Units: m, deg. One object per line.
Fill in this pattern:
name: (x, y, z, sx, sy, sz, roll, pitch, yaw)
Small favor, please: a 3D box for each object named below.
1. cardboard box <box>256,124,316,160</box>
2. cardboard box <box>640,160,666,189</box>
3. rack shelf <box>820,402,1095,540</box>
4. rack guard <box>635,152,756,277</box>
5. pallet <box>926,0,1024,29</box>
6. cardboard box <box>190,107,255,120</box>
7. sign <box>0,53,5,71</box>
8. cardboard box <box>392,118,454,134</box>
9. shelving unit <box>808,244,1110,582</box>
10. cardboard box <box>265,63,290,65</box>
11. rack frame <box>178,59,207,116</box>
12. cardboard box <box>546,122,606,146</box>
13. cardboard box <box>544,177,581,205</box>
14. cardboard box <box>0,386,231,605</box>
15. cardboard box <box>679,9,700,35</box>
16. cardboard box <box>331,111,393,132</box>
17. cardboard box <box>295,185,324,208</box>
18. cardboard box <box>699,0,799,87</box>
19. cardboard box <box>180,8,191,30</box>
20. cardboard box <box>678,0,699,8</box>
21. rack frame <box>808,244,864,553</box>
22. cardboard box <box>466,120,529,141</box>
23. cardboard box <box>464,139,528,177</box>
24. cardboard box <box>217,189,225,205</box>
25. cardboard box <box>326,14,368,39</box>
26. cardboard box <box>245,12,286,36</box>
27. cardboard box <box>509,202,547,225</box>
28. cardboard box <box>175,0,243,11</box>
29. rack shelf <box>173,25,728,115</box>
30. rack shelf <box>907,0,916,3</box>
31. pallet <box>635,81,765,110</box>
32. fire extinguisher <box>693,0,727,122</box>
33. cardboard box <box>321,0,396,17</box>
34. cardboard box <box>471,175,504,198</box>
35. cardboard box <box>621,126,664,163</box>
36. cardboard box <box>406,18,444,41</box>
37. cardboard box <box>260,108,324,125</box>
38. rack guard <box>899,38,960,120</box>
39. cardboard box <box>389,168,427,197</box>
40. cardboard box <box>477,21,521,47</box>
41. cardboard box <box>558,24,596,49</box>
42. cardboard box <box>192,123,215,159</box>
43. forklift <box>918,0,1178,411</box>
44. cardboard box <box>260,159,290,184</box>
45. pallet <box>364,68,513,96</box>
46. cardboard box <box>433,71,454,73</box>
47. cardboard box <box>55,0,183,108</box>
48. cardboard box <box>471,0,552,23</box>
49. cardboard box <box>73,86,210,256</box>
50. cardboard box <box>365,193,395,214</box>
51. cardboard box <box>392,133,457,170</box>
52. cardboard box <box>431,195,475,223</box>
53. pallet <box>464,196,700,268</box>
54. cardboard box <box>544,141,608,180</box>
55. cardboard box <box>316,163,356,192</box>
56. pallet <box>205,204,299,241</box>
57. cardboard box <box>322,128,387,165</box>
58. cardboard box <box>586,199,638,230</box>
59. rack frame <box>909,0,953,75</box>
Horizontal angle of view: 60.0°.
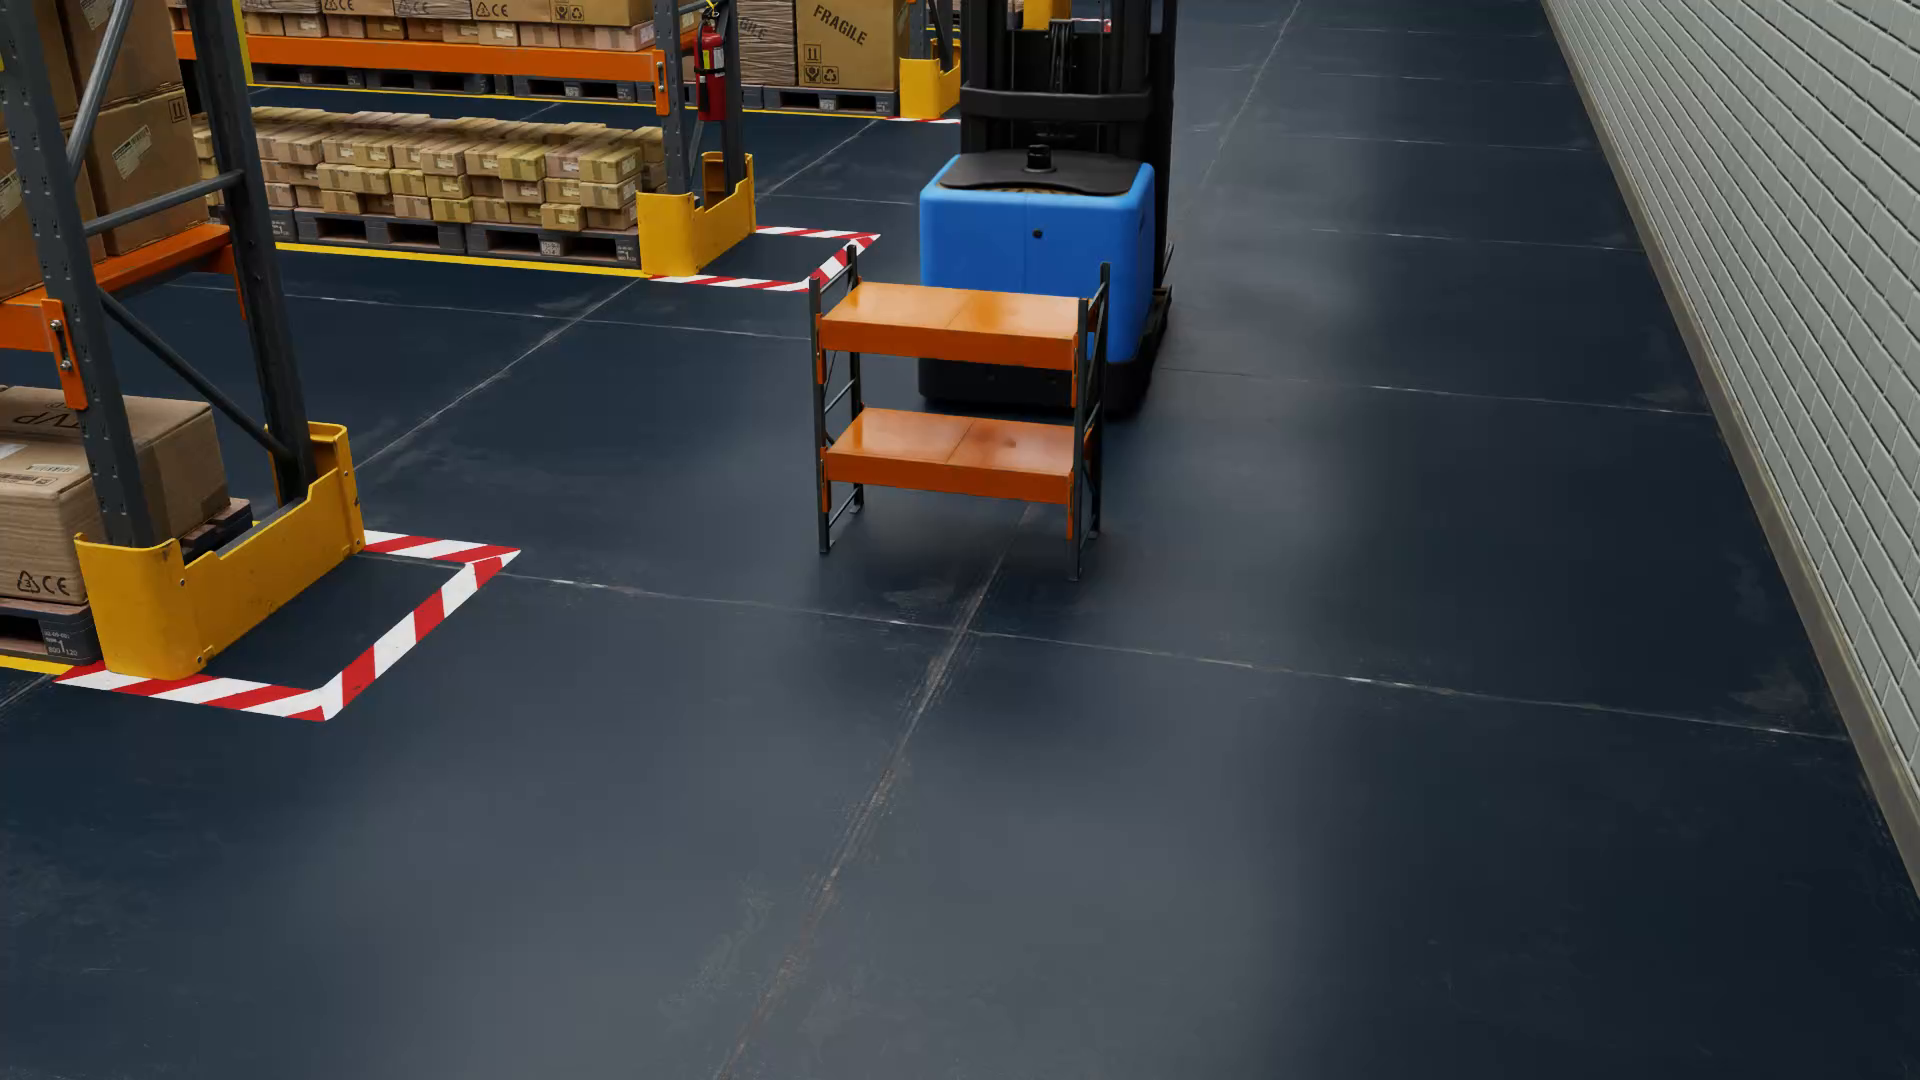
cardboard box: (-4.404, -2.595, 10.847, 0.250, 0.149, 0.380, 6, 26, 12)
cardboard box: (-2.023, -2.398, 10.778, 0.250, 0.149, 0.380, 7, 26, 15)
rack shelf: (0.007, -0.286, 6.612, 1.000, 0.278, 0.538, 6, 26, 13)
rack guard: (-1.653, -2.077, 10.532, 0.348, 0.500, 1.175, 6, 26, 13)
pallet: (0.198, -6.159, 19.442, 1.213, 0.211, 1.003, 6, 26, 13)
cardboard box: (-5.044, -2.867, 11.419, 0.250, 0.149, 0.380, 7, 26, 14)
sign: (-2.863, -1.532, 4.855, 0.005, 0.325, 0.100, 6, 26, 13)
cardboard box: (-3.550, -2.686, 11.039, 0.250, 0.149, 0.380, 6, 26, 13)
shelving unit: (0.007, -0.507, 6.507, 1.048, 1.125, 0.538, 6, 26, 13)
cardboard box: (-6.470, -5.158, 16.077, 0.875, 0.875, 1.225, 6, 26, 13)
rack frame: (-5.454, -3.626, 10.877, 0.127, 3.000, 1.000, 6, 26, 13)
cardboard box: (-2.512, -2.626, 10.913, 0.250, 0.149, 0.380, 6, 26, 13)
cardboard box: (-2.402, -2.223, 10.411, 0.250, 0.149, 0.380, 6, 26, 12)
cardboard box: (-3.379, -0.188, 6.148, 0.875, 0.438, 0.875, 5, 26, 11)
cardboard box: (-1.812, -3.256, 10.391, 0.250, 0.149, 0.380, 6, 26, 13)
cardboard box: (-4.027, -2.782, 11.240, 0.250, 0.149, 0.380, 5, 26, 10)
cardboard box: (-4.142, -2.302, 10.923, 0.250, 0.149, 0.380, 5, 26, 11)
cardboard box: (-1.768, -4.615, 14.937, 0.875, 0.875, 0.875, 6, 26, 13)
cardboard box: (-4.721, -3.343, 10.574, 0.250, 0.149, 0.380, 5, 26, 11)
cardboard box: (-1.946, -3.540, 10.235, 0.500, 0.500, 0.500, 8, 26, 15)
rack frame: (-0.486, -0.562, 6.621, 0.032, 1.125, 0.500, 6, 26, 13)
cardboard box: (-3.039, -2.652, 10.967, 0.250, 0.149, 0.380, 7, 26, 15)
cardboard box: (-2.902, -2.400, 10.437, 0.250, 0.149, 0.380, 5, 26, 11)
cardboard box: (-4.670, -2.322, 10.966, 0.250, 0.149, 0.380, 6, 26, 13)
cardboard box: (-3.702, -3.216, 10.308, 0.250, 0.149, 0.380, 7, 26, 15)
cardboard box: (-4.231, -3.257, 10.394, 0.250, 0.149, 0.380, 7, 26, 14)
cardboard box: (-2.650, -2.119, 10.540, 0.250, 0.149, 0.380, 6, 26, 13)
cardboard box: (-4.556, -3.598, 10.355, 0.500, 0.500, 0.500, 6, 26, 13)
rack shelf: (-3.517, -3.087, 10.582, 4.000, 0.370, 1.077, 6, 26, 13)
rack shelf: (-2.184, -5.141, 14.896, 4.000, 0.370, 1.077, 6, 26, 13)
pallet: (-2.218, -4.177, 15.279, 1.213, 0.211, 1.003, 6, 26, 13)
fire extinguisher: (-1.451, -2.776, 9.614, 0.183, 0.674, 0.296, 6, 26, 13)
cardboard box: (-3.551, -3.484, 10.115, 0.500, 0.500, 0.500, 8, 27, 16)
cardboard box: (-2.900, -2.299, 10.571, 0.250, 0.149, 0.380, 6, 26, 12)
cardboard box: (-2.003, -2.566, 10.787, 0.250, 0.149, 0.380, 5, 26, 11)
cardboard box: (-3.192, -3.176, 10.224, 0.250, 0.149, 0.380, 5, 26, 11)
cardboard box: (-4.544, -2.833, 11.347, 0.250, 0.149, 0.380, 6, 26, 13)
rack guard: (-0.223, -4.121, 14.824, 0.348, 0.500, 1.175, 6, 26, 13)
cardboard box: (-3.414, -2.312, 10.600, 0.250, 0.149, 0.380, 8, 27, 16)
cardboard box: (-2.697, -3.082, 10.027, 0.250, 0.149, 0.380, 7, 26, 14)
cardboard box: (-2.198, -3.044, 9.946, 0.250, 0.149, 0.380, 6, 26, 13)
cardboard box: (-4.920, -2.620, 10.899, 0.250, 0.149, 0.380, 8, 27, 16)
forklift: (0.593, -2.542, 8.680, 1.130, 2.935, 3.031, 5, 26, 10)
cardboard box: (-4.409, -2.460, 10.909, 0.250, 0.149, 0.380, 5, 26, 10)
pallet: (-4.887, -4.472, 15.898, 1.213, 0.211, 1.003, 6, 26, 13)
cardboard box: (-4.745, -4.971, 15.684, 0.875, 0.875, 1.225, 6, 26, 13)
cardboard box: (-3.109, -1.793, 5.747, 0.500, 0.500, 0.500, 6, 26, 12)
cardboard box: (-2.577, -3.376, 9.888, 0.500, 0.500, 0.500, 6, 26, 12)
cardboard box: (-3.108, -1.342, 5.964, 0.500, 0.500, 0.500, 6, 26, 13)
cardboard box: (-3.641, -2.238, 10.788, 0.250, 0.149, 0.380, 7, 26, 14)
cardboard box: (-3.404, -2.480, 10.605, 0.250, 0.149, 0.380, 5, 26, 11)
cardboard box: (-3.155, -2.142, 10.587, 0.250, 0.149, 0.380, 5, 26, 11)
pallet: (-2.431, -2.049, 10.808, 1.213, 0.211, 1.003, 6, 26, 13)
cardboard box: (-2.385, -2.371, 10.376, 0.250, 0.149, 0.380, 7, 26, 14)
cardboard box: (-3.920, -2.367, 10.715, 0.250, 0.149, 0.380, 6, 26, 13)
pallet: (-4.795, -2.310, 11.356, 1.213, 0.211, 1.003, 6, 26, 13)
cardboard box: (-3.894, -2.539, 10.729, 0.250, 0.149, 0.380, 5, 26, 11)
cardboard box: (-2.142, -2.070, 10.436, 0.250, 0.149, 0.380, 7, 26, 14)
rack frame: (-0.247, -5.252, 14.292, 0.127, 3.000, 1.000, 6, 26, 13)
